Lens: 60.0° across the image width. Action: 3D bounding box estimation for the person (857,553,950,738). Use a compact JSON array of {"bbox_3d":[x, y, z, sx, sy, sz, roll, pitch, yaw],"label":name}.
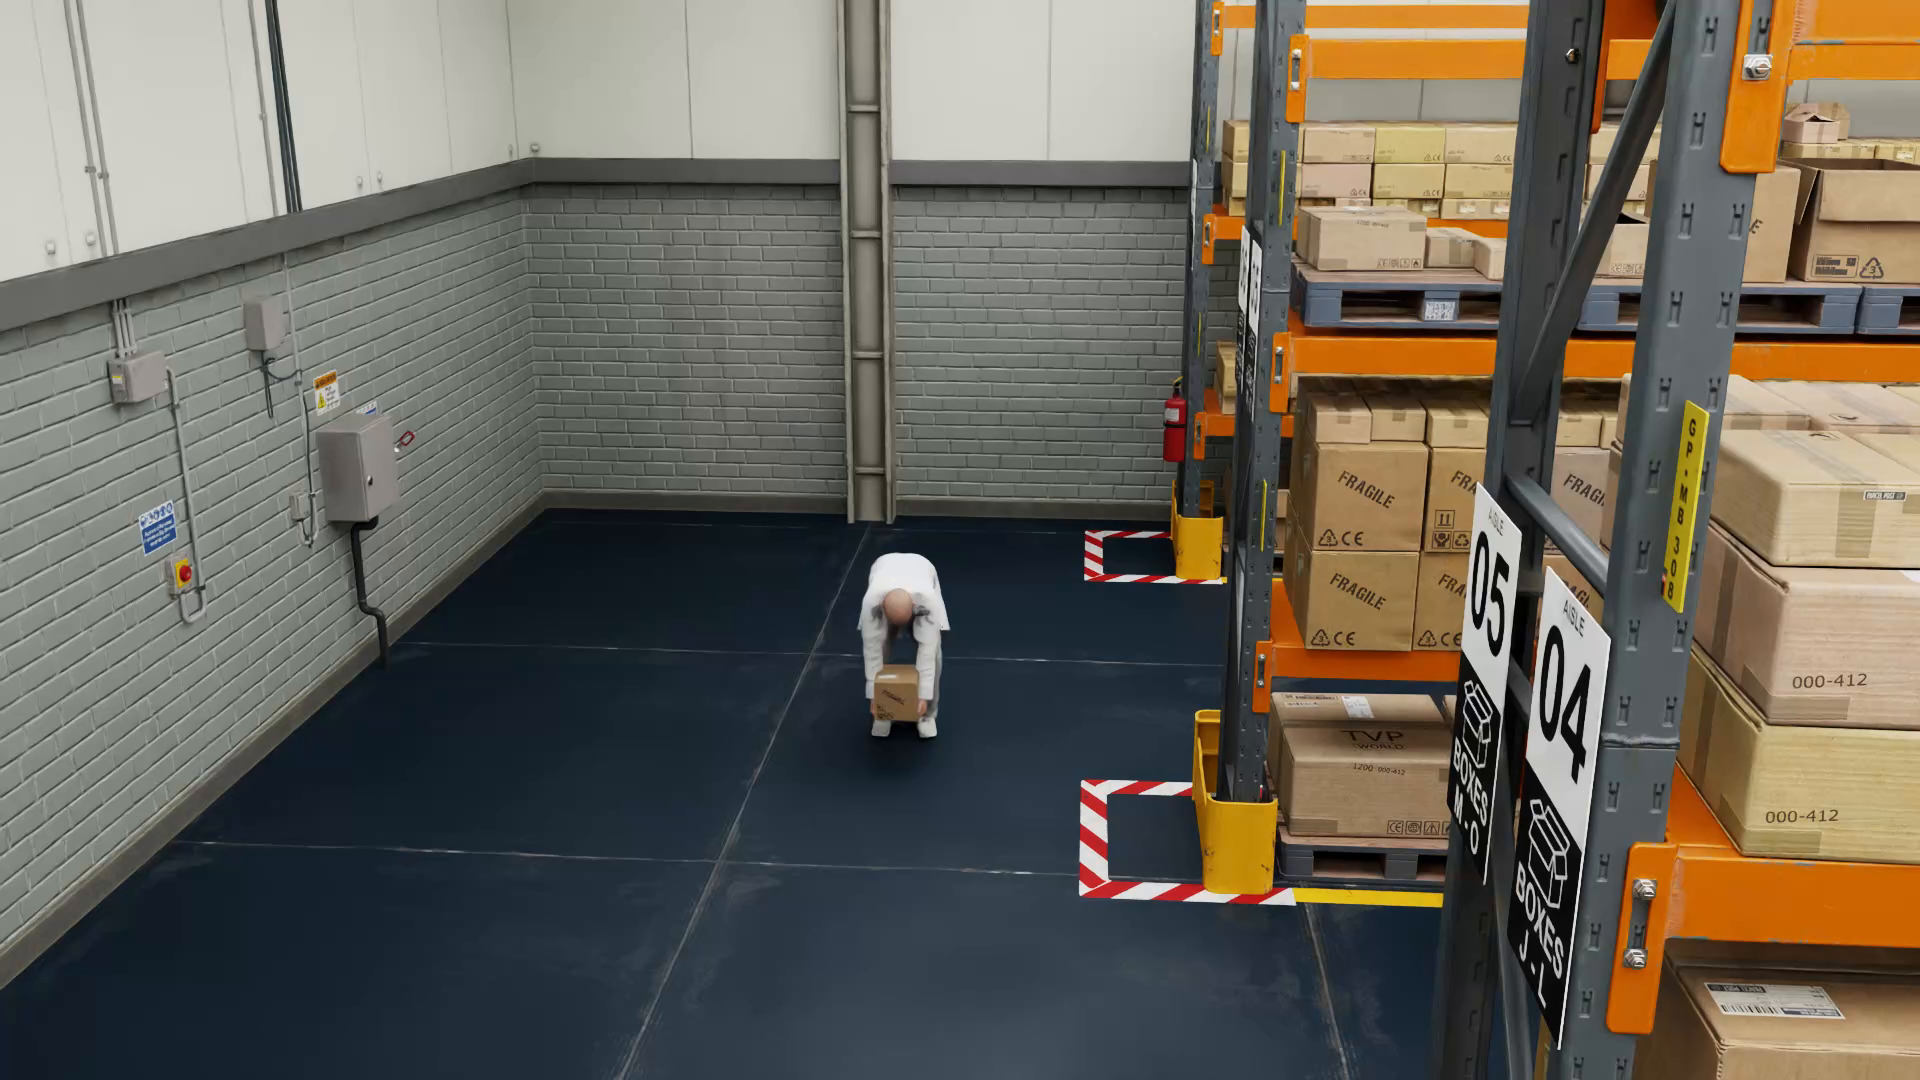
[{"bbox_3d":[-0.350,0.690,9.928,0.568,1.140,0.948,1,17,2],"label":"person"}]
